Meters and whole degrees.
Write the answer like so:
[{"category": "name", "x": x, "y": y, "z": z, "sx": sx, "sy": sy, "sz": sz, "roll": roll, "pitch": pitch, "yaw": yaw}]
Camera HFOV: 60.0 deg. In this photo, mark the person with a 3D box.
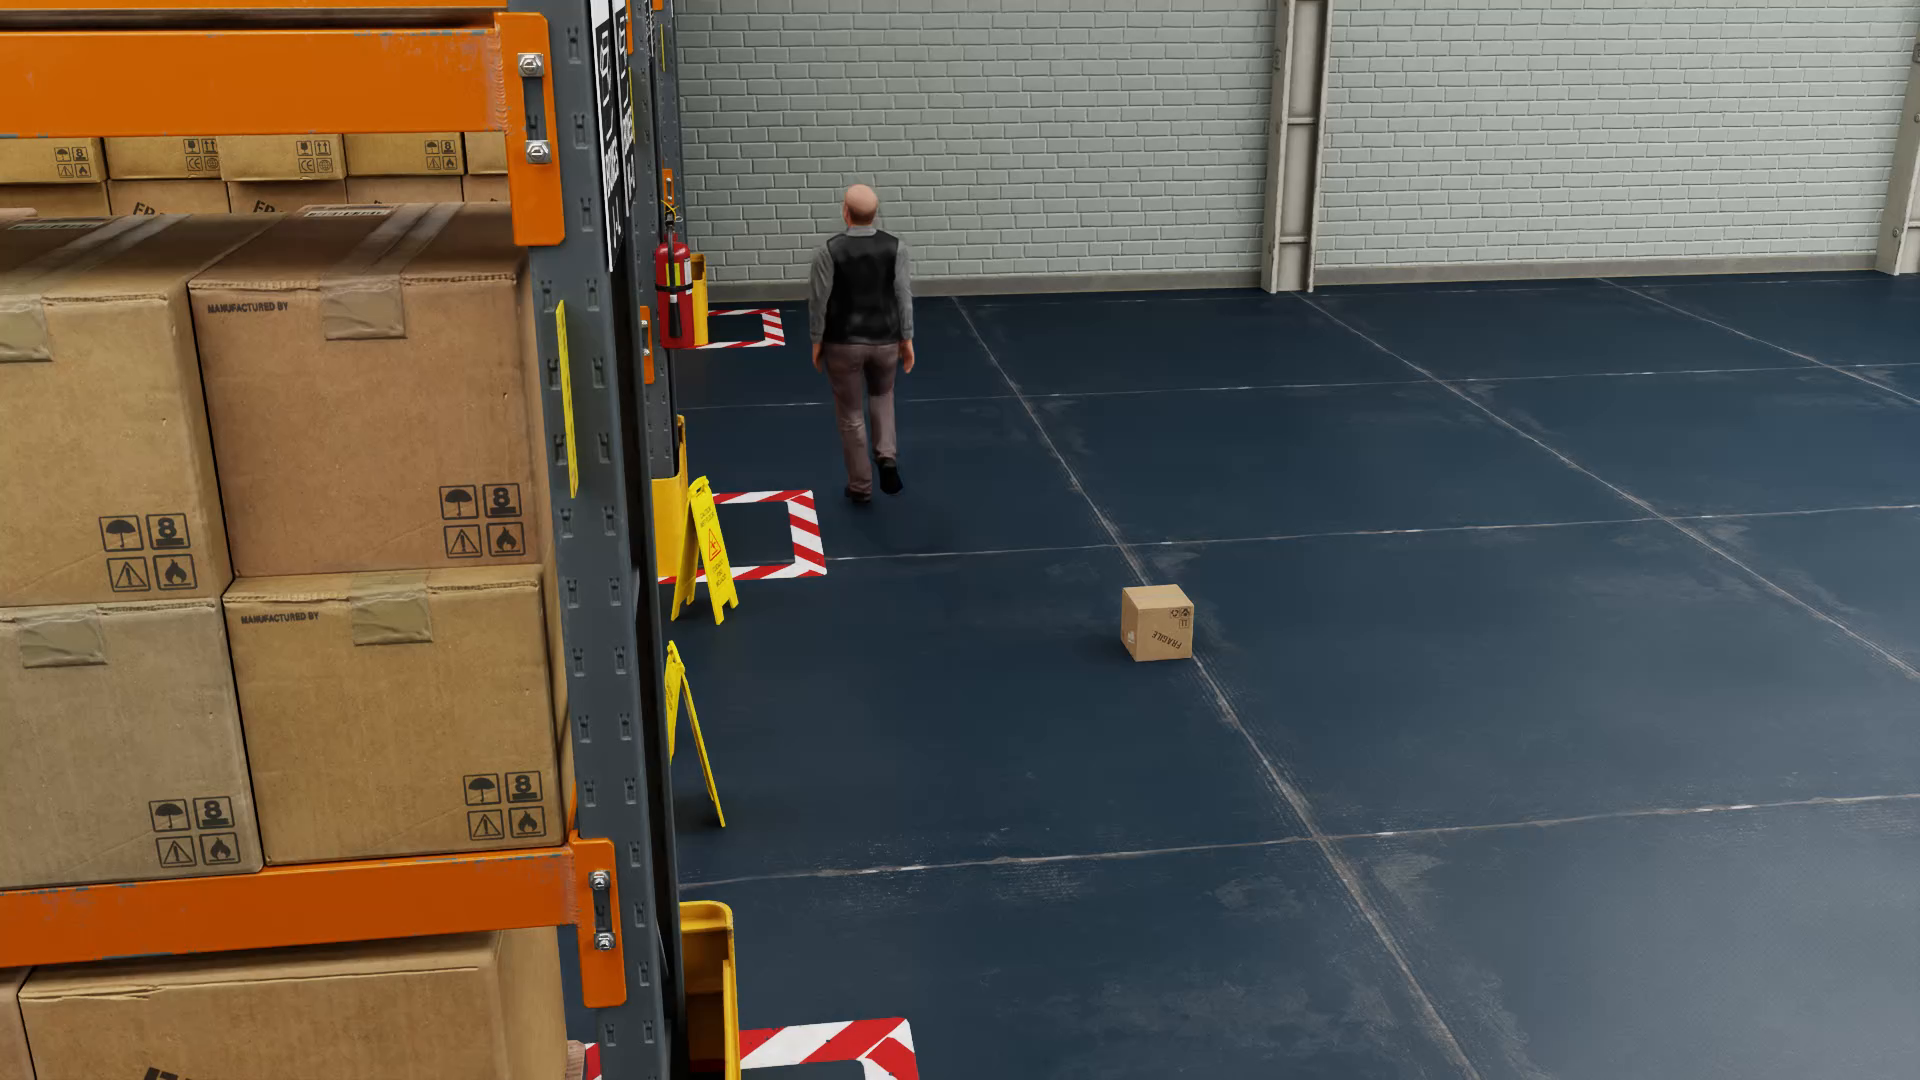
[{"category": "person", "x": -0.553, "y": -1.056, "z": 8.977, "sx": 0.560, "sy": 1.731, "sz": 0.474, "roll": -6, "pitch": 21, "yaw": -17}]
